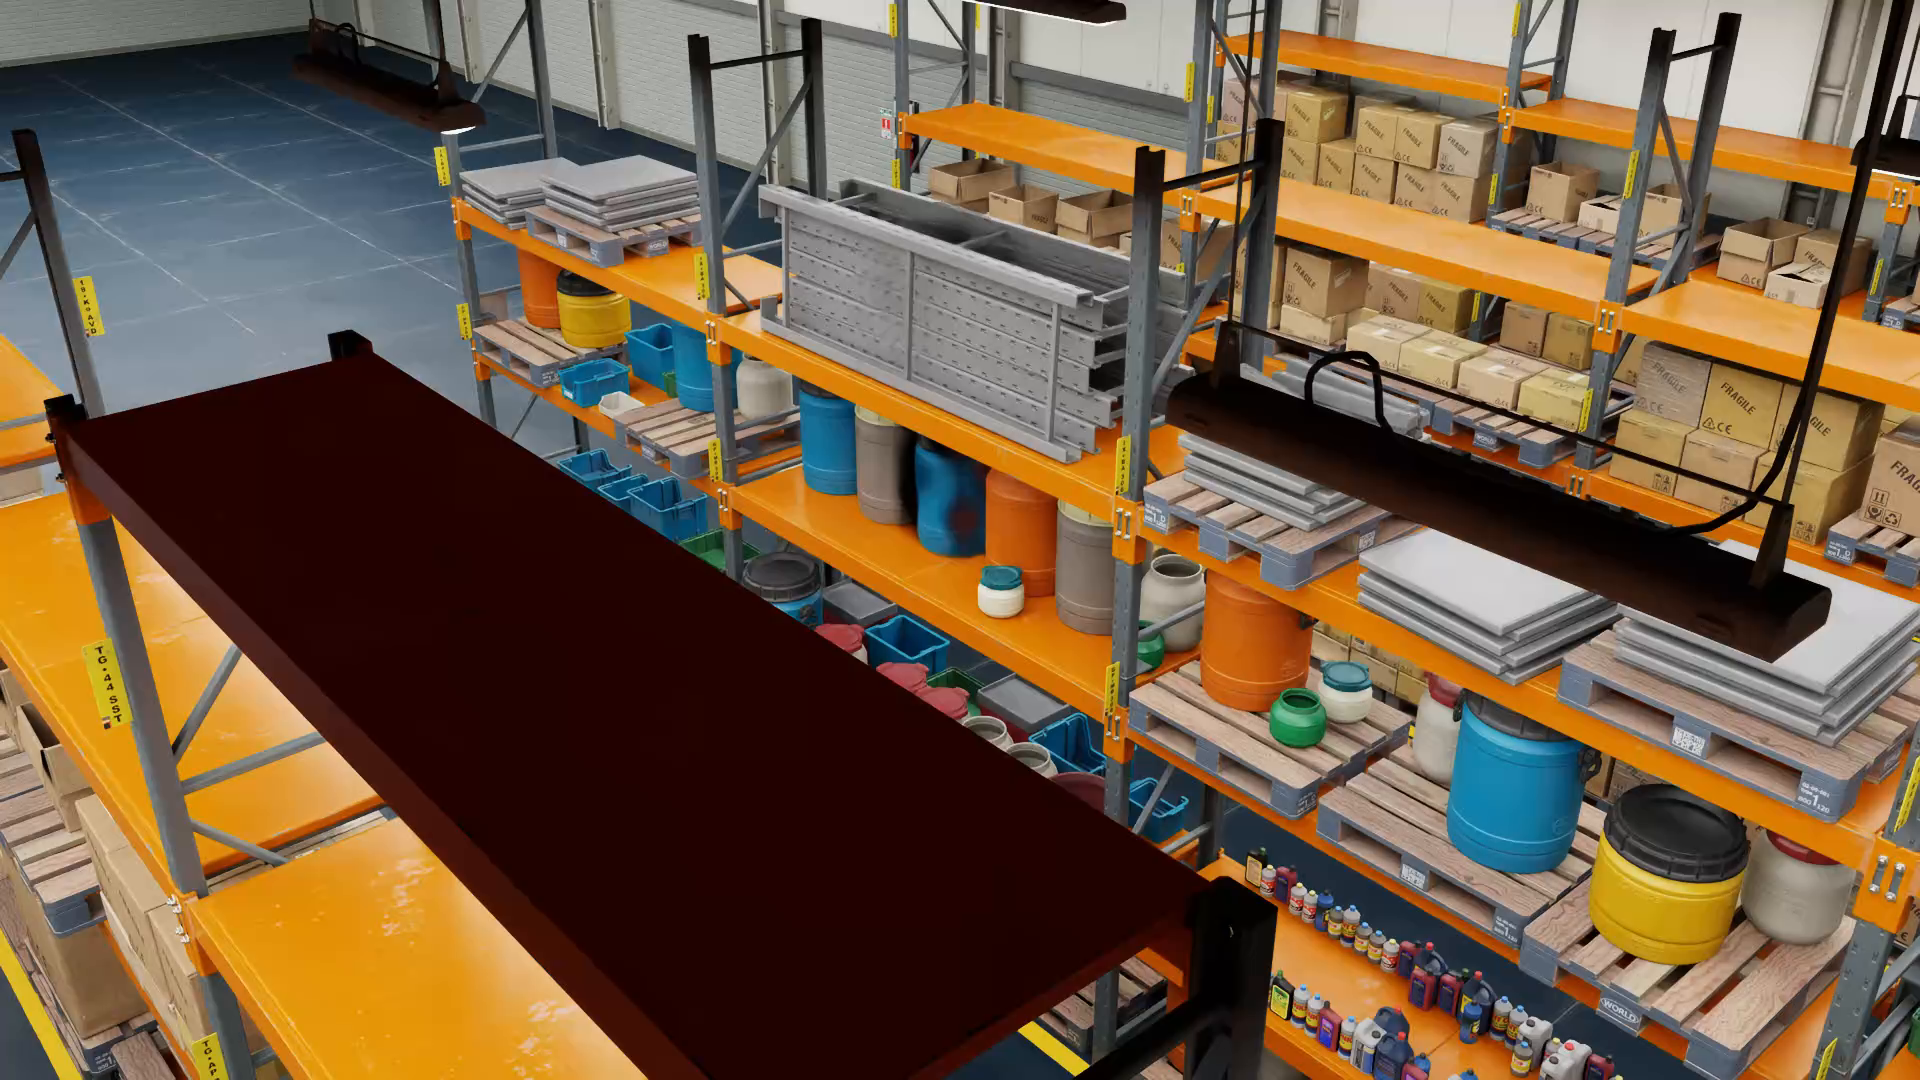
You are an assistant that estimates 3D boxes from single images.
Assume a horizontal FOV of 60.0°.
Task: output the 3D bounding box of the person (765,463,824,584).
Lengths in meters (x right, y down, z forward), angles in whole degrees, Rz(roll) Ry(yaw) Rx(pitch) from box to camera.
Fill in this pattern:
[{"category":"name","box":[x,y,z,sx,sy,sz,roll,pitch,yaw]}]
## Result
[{"category":"person","box":[-1.530,-0.289,16.081,0.709,1.768,0.759,-7,28,-14]}]
